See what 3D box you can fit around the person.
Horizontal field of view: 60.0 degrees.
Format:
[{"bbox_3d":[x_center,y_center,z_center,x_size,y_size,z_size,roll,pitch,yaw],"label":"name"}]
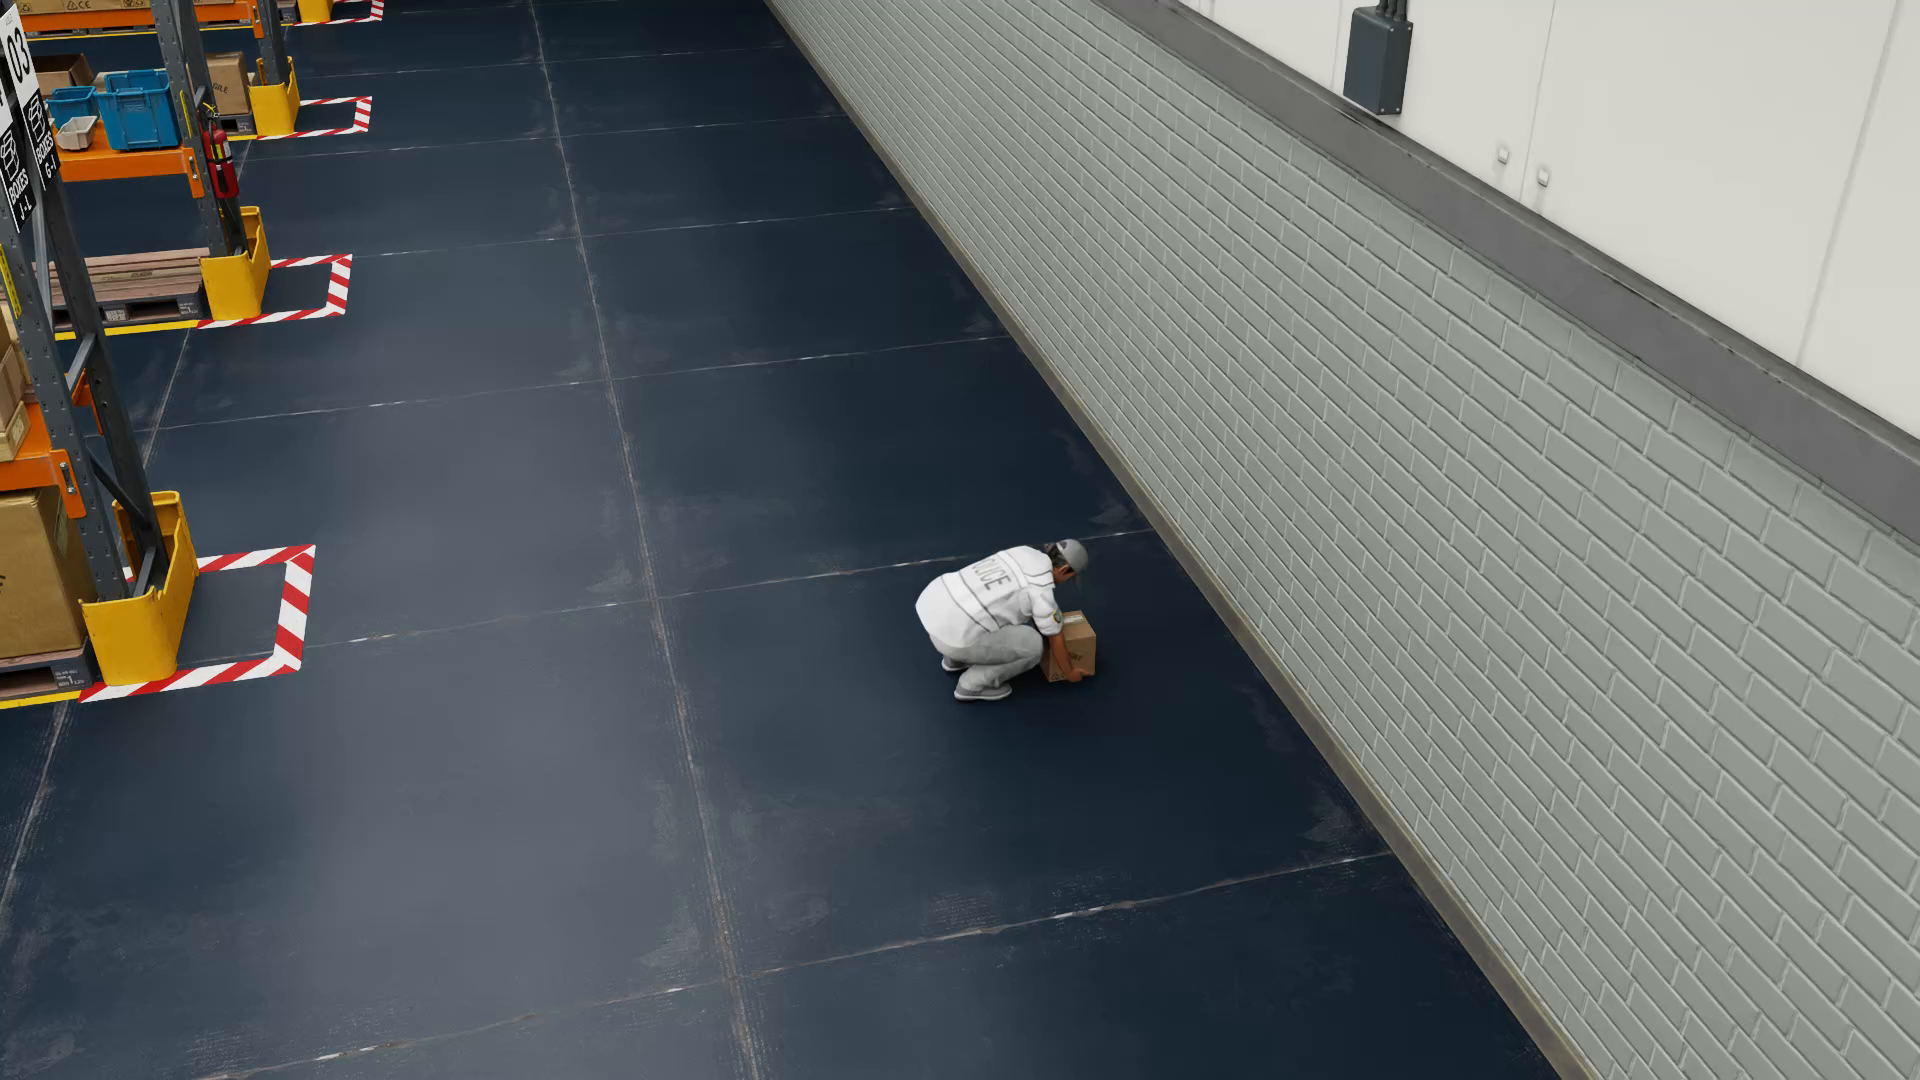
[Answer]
[{"bbox_3d":[0.231,0.416,8.504,0.907,0.803,0.522,-8,31,-14],"label":"person"}]
